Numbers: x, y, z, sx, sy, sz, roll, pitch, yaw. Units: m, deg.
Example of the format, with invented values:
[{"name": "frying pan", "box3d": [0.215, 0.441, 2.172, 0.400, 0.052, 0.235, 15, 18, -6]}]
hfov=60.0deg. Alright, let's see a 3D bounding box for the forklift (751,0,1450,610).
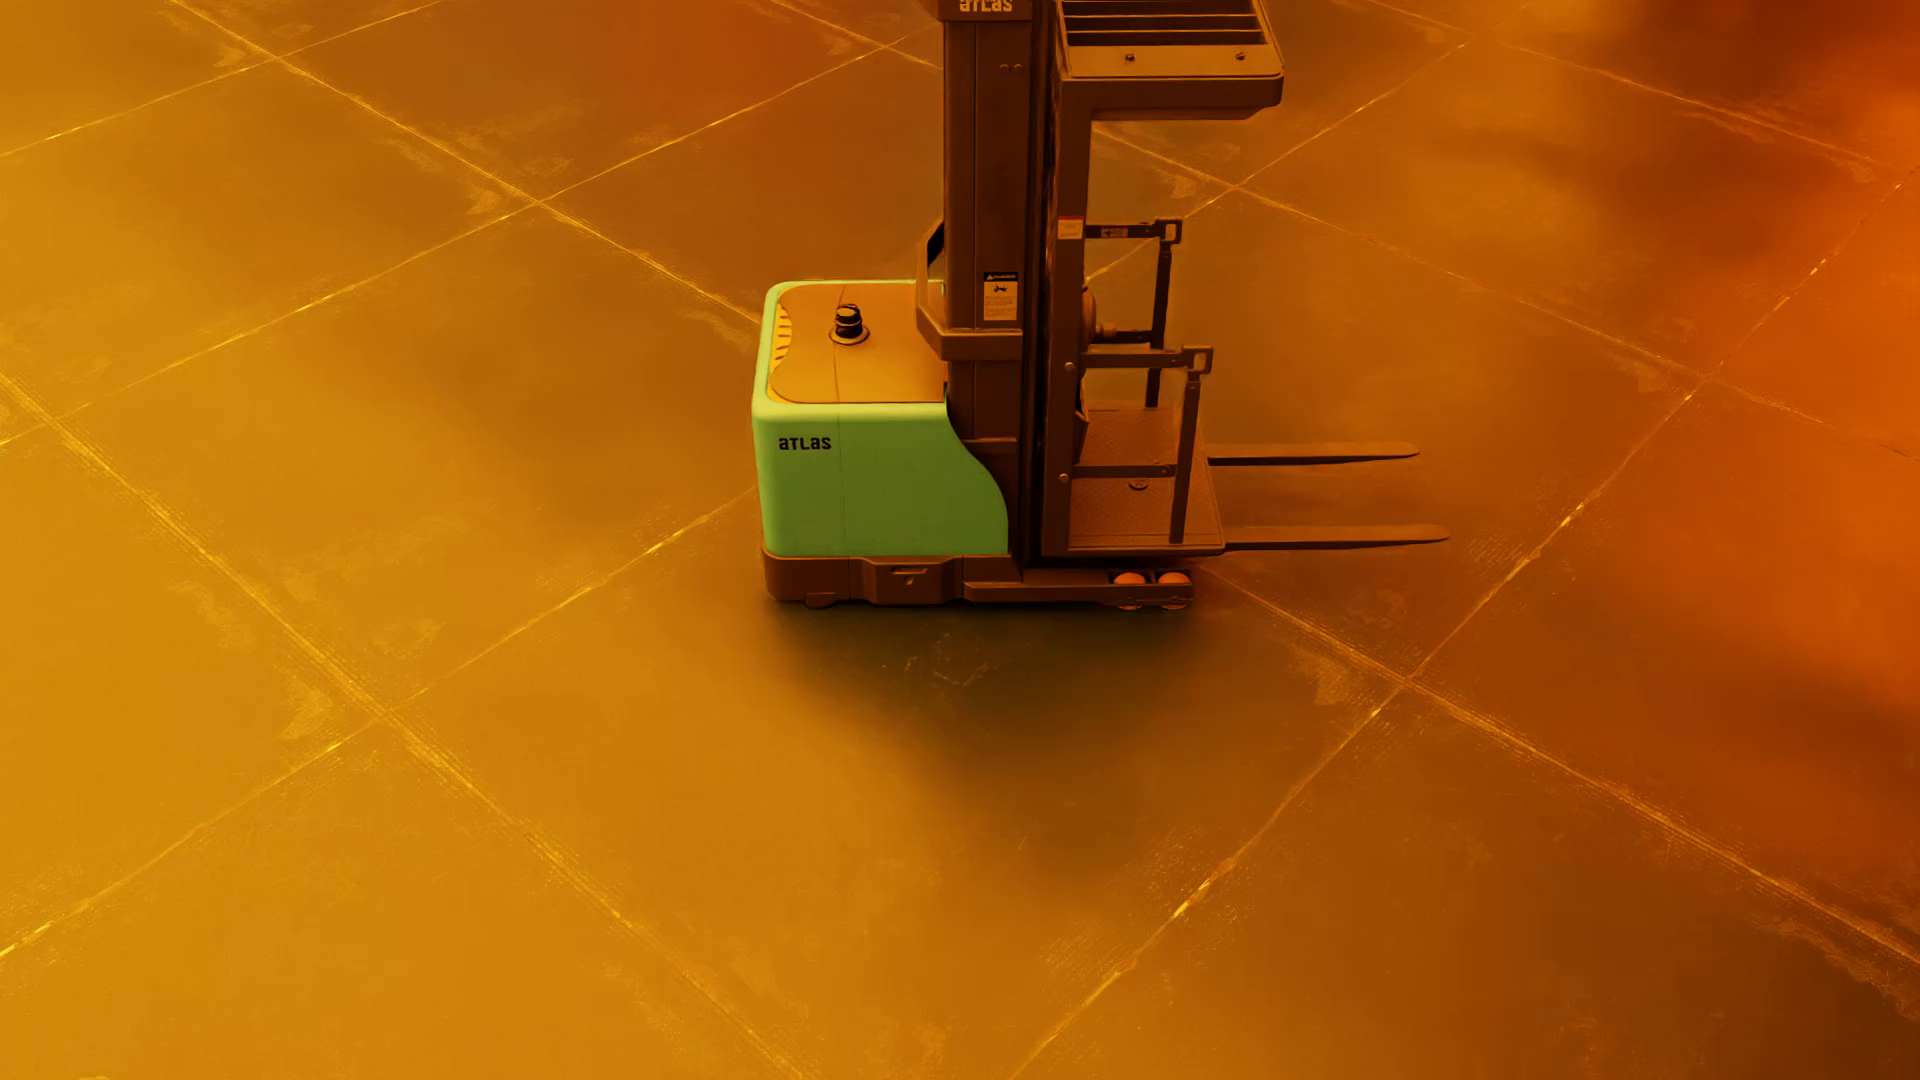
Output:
[{"name": "forklift", "box3d": [0.649, -1.152, 6.771, 3.031, 2.935, 1.130, -1, 41, -1]}]
